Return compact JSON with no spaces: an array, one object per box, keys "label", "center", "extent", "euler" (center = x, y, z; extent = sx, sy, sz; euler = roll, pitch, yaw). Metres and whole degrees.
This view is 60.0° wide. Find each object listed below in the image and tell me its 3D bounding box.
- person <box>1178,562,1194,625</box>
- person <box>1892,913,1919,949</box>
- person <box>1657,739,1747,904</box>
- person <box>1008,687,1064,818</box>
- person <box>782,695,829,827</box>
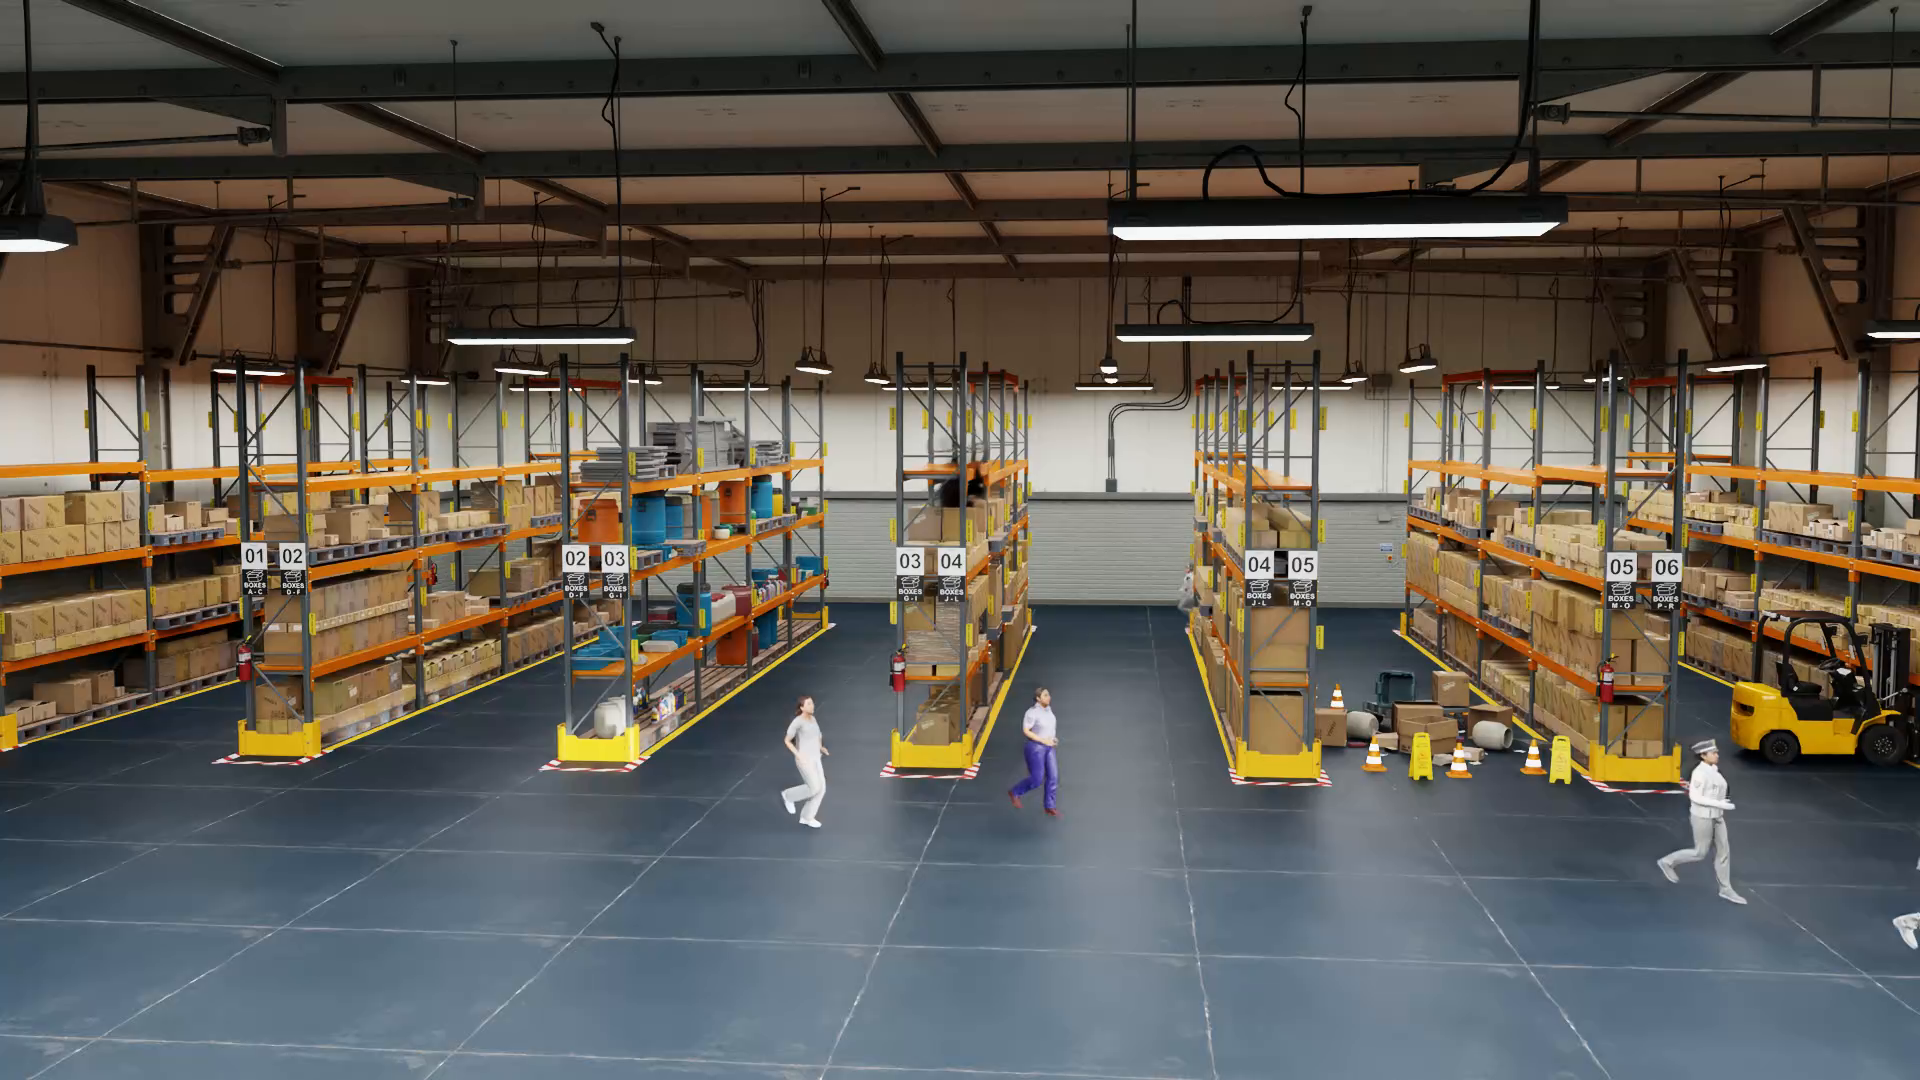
[{"label":"person","center":[5.588,1.333,40.654],"extent":[0.518,1.597,0.735],"euler":[0,4,-3]},{"label":"person","center":[9.023,3.048,15.203],"extent":[0.808,1.752,0.678],"euler":[4,6,43]},{"label":"person","center":[7.819,2.914,17.457],"extent":[0.616,1.693,0.901],"euler":[-4,6,-44]},{"label":"person","center":[0.995,2.690,21.206],"extent":[0.770,1.657,0.631],"euler":[3,5,38]},{"label":"person","center":[-1.925,2.733,20.660],"extent":[0.568,1.628,0.571],"euler":[3,5,33]}]
